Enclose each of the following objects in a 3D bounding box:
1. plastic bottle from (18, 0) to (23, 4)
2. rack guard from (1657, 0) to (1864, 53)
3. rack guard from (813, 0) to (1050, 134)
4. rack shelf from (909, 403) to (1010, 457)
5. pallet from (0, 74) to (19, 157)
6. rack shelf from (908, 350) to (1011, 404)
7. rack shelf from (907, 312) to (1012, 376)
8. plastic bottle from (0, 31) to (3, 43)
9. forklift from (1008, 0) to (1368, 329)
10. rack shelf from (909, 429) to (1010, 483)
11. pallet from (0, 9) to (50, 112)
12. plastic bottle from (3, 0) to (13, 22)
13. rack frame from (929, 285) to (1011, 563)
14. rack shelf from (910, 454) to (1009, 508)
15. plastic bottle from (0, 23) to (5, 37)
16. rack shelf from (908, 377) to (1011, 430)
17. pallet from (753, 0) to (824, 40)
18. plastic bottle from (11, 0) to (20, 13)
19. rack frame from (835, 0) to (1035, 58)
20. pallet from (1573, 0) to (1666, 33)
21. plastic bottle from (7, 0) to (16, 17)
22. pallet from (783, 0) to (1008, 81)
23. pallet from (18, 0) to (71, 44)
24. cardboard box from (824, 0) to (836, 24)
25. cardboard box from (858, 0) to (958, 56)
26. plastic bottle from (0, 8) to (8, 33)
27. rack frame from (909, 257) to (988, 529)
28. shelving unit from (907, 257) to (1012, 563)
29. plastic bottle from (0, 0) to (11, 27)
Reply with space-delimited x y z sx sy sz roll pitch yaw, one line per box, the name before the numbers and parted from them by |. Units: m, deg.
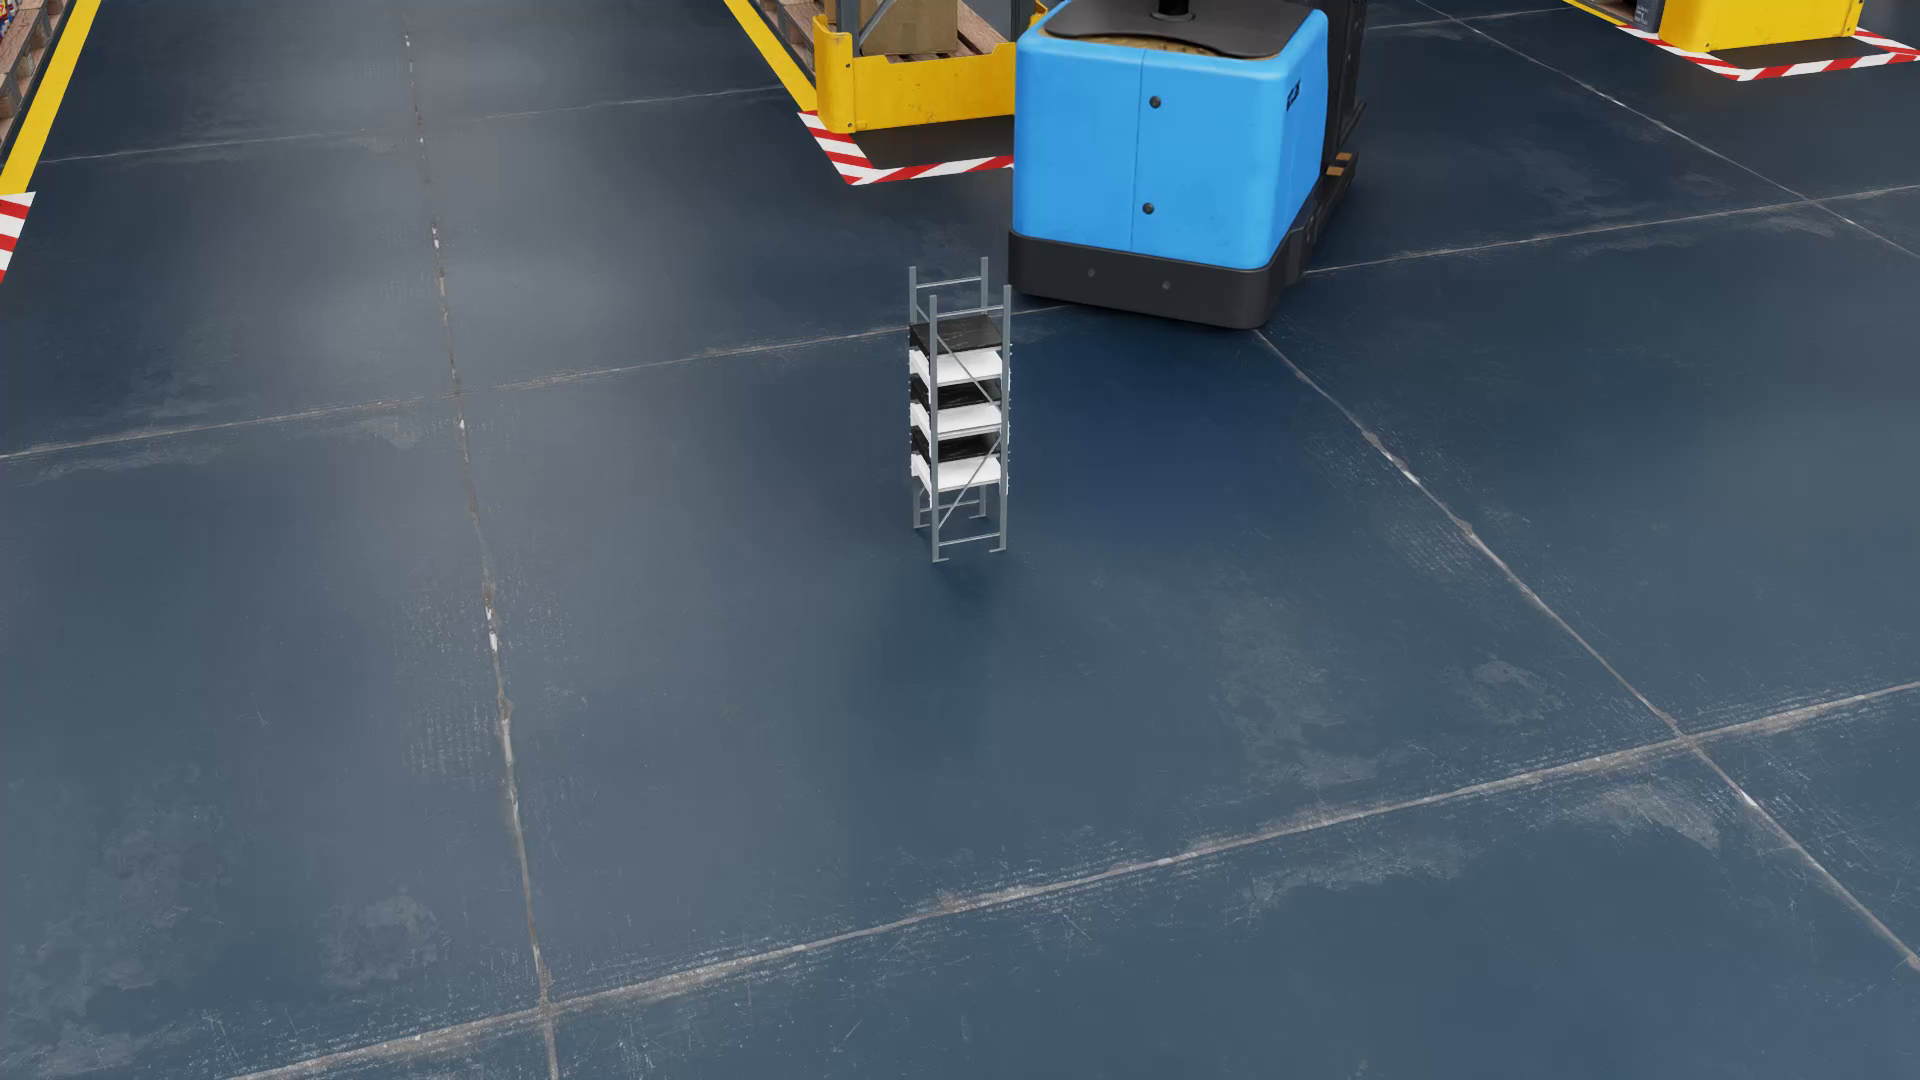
plastic bottle | -5.425 -3.211 9.393 0.144 0.351 0.185 -10 35 -15
rack guard | 4.645 -3.151 9.566 1.175 0.500 0.348 -10 35 -15
rack guard | -0.139 -2.423 8.463 1.175 0.500 0.348 -10 35 -15
rack shelf | -0.002 -0.352 5.027 0.258 0.077 0.200 -10 35 -15
pallet | -5.144 -1.889 7.917 1.003 0.211 1.213 -10 35 -15
rack shelf | -0.002 -0.502 4.928 0.258 0.077 0.200 -10 35 -15
rack shelf | -0.002 -0.577 4.878 0.258 0.077 0.200 -10 35 -15
plastic bottle | -5.141 -2.769 8.785 0.061 0.283 0.133 -9 35 -14
forklift | 1.204 -2.831 6.875 1.130 2.935 3.031 12 35 18
rack shelf | -0.002 -0.277 5.076 0.258 0.077 0.200 -10 35 -15
pallet | -5.512 -2.528 8.885 1.003 0.211 1.213 -10 35 -15
plastic bottle | -5.286 -2.981 9.117 0.097 0.271 0.097 0 33 0
rack frame | 0.029 -0.326 4.928 0.240 0.900 0.006 -10 35 -15
rack shelf | -0.002 -0.202 5.126 0.258 0.077 0.200 -10 35 -15
plastic bottle | -5.194 -2.822 8.876 0.097 0.271 0.097 0 33 0
rack shelf | -0.002 -0.427 4.977 0.258 0.077 0.200 -10 35 -15
pallet | -0.722 -3.374 10.165 1.003 0.211 1.213 -10 35 -15
plastic bottle | -5.380 -3.094 9.283 0.152 0.276 0.135 -9 35 -14
rack frame | -0.116 -3.426 7.714 1.000 3.000 0.127 -10 35 -15
pallet | 4.320 -3.450 10.280 1.003 0.211 1.213 -10 35 -15
plastic bottle | -5.317 -3.006 9.217 0.097 0.201 0.097 0 33 0
pallet | -0.354 -2.735 9.197 1.003 0.211 1.213 -10 35 -15
pallet | -5.888 -3.170 9.856 1.003 0.211 1.213 -10 35 -15
cardboard box | -0.506 -3.197 9.254 0.500 0.500 0.500 -1 33 -2
cardboard box | -0.291 -2.889 8.787 0.500 0.500 0.500 -4 34 -6
plastic bottle | -5.225 -2.875 8.956 0.097 0.271 0.097 0 33 0
rack frame | -0.033 -0.433 5.089 0.240 0.900 0.006 -10 35 -15
shelving unit | -0.002 -0.380 5.008 0.258 0.900 0.210 -10 35 -15
plastic bottle | -5.255 -2.898 9.054 0.097 0.201 0.097 0 33 0
